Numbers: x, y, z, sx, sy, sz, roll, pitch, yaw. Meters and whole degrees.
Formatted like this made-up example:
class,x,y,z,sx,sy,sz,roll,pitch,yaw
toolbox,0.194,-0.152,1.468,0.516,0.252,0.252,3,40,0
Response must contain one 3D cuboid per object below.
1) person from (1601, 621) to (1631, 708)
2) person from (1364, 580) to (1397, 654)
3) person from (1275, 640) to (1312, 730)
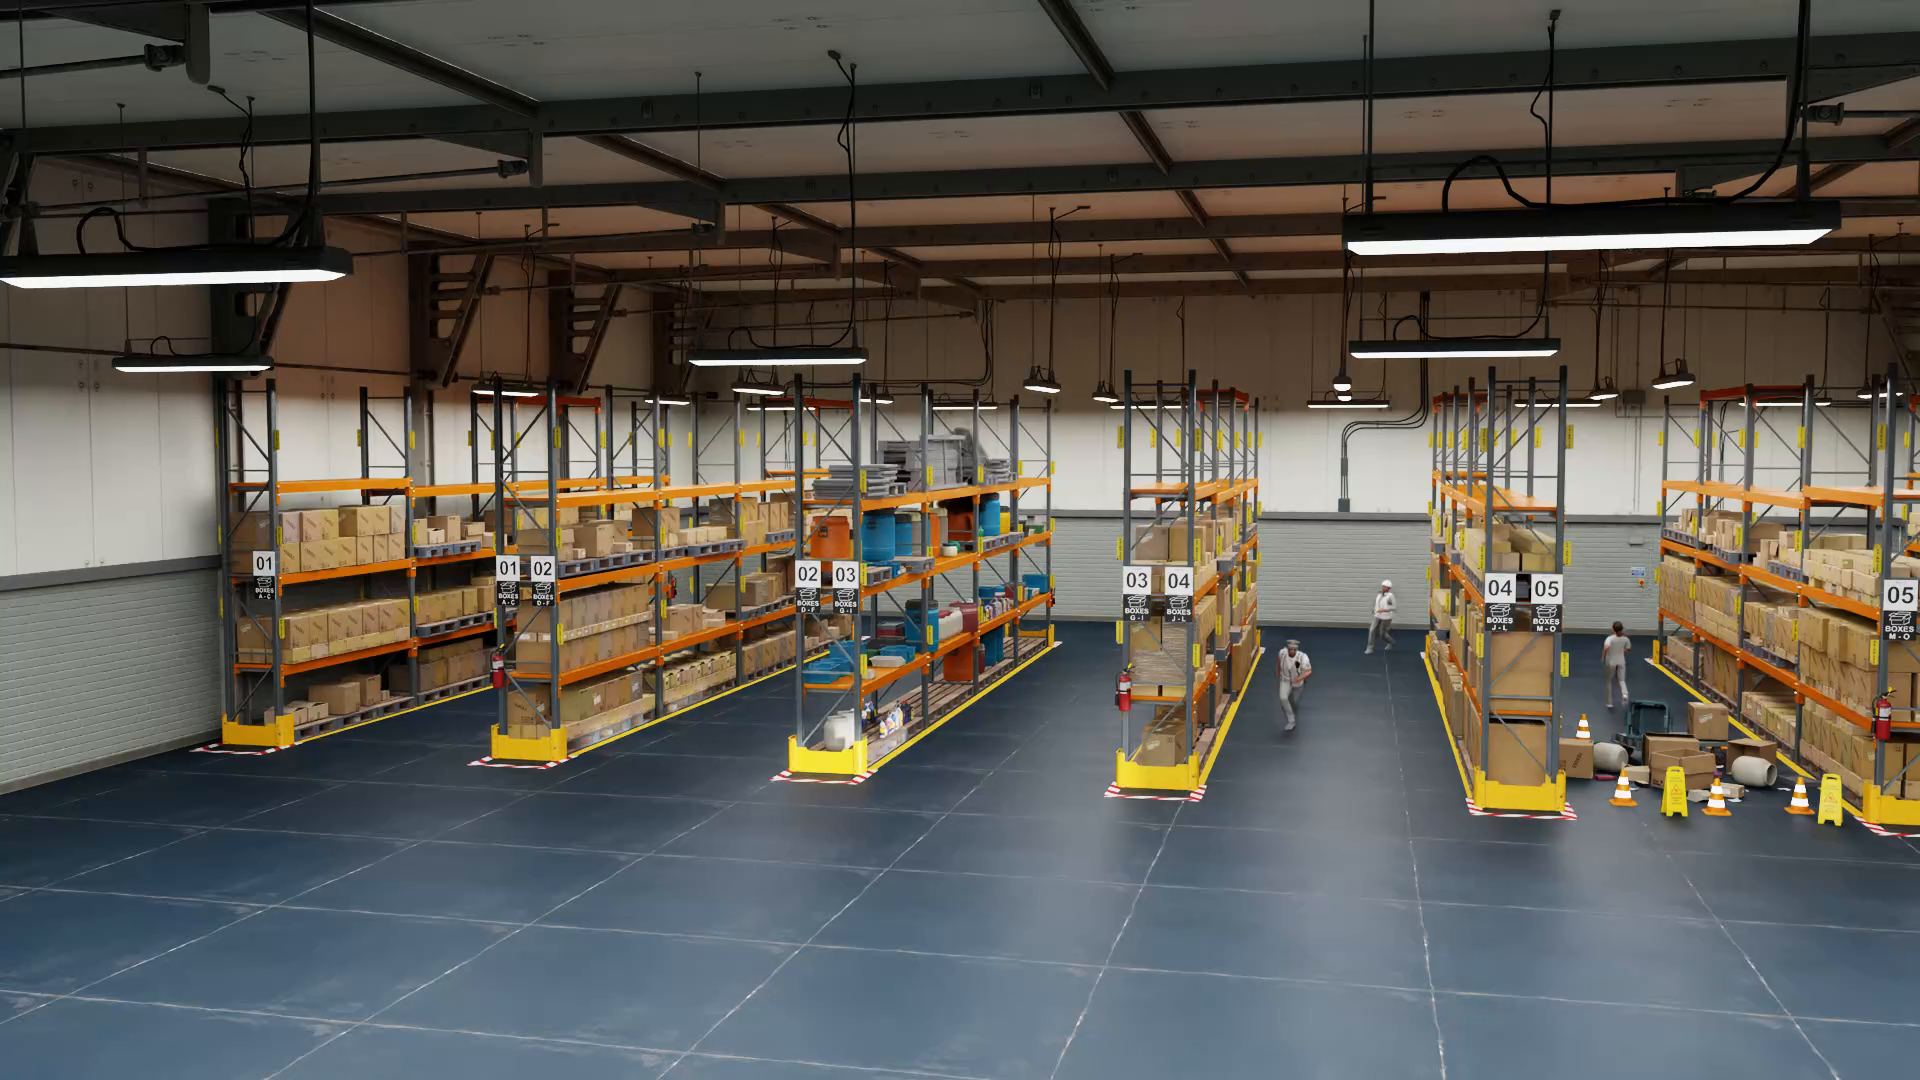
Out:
class,x,y,z,sx,sy,sz,roll,pitch,yaw
person,12.155,2.321,30.807,0.563,1.644,0.903,0,3,5
person,9.900,1.800,38.780,0.913,1.744,0.689,-2,4,-35
person,5.789,2.466,28.828,0.657,1.556,1.111,1,4,18
